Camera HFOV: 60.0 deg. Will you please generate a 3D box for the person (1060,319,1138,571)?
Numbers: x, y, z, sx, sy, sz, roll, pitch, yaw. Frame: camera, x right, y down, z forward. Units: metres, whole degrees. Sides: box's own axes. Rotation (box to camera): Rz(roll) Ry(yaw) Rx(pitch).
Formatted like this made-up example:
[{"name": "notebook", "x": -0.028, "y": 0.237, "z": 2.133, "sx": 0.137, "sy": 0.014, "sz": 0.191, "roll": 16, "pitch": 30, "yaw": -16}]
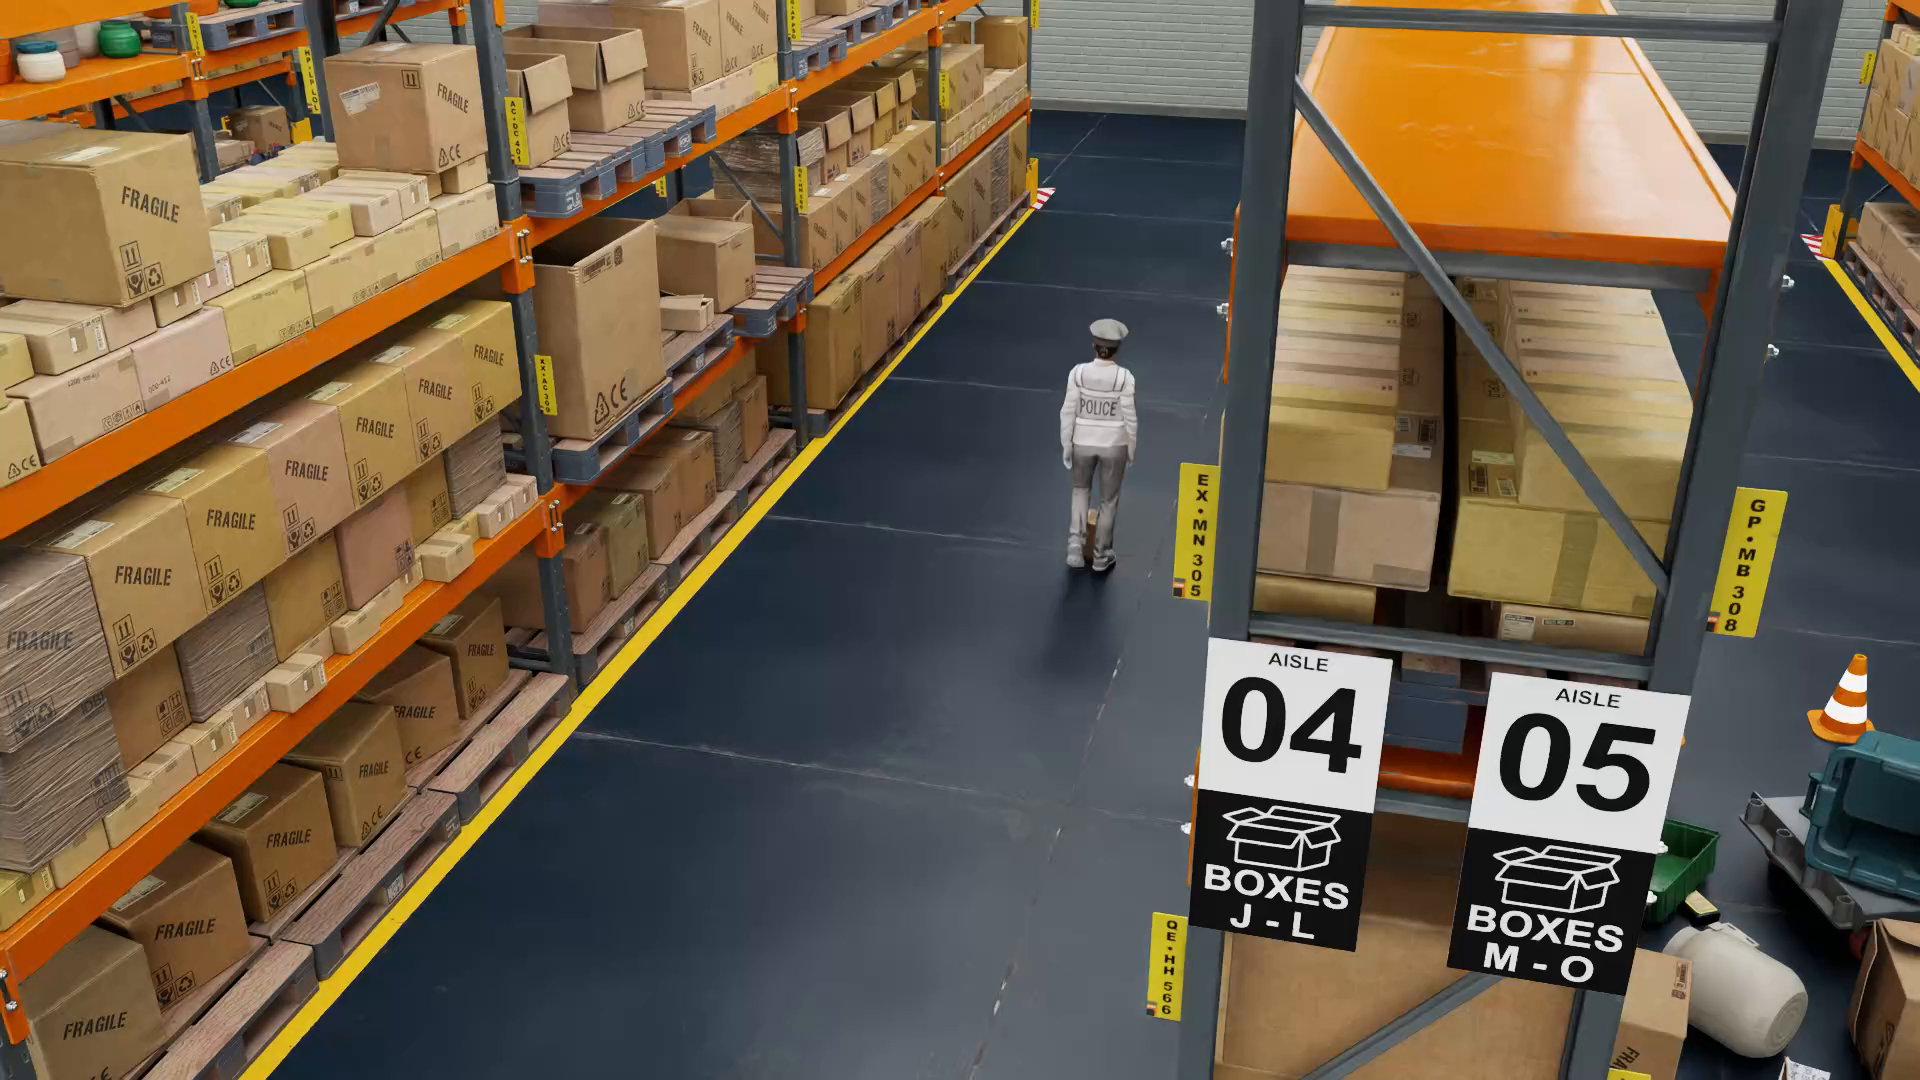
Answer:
[{"name": "person", "x": 0.887, "y": -0.580, "z": 10.772, "sx": 0.497, "sy": 1.659, "sz": 0.448, "roll": 8, "pitch": 27, "yaw": 16}]
